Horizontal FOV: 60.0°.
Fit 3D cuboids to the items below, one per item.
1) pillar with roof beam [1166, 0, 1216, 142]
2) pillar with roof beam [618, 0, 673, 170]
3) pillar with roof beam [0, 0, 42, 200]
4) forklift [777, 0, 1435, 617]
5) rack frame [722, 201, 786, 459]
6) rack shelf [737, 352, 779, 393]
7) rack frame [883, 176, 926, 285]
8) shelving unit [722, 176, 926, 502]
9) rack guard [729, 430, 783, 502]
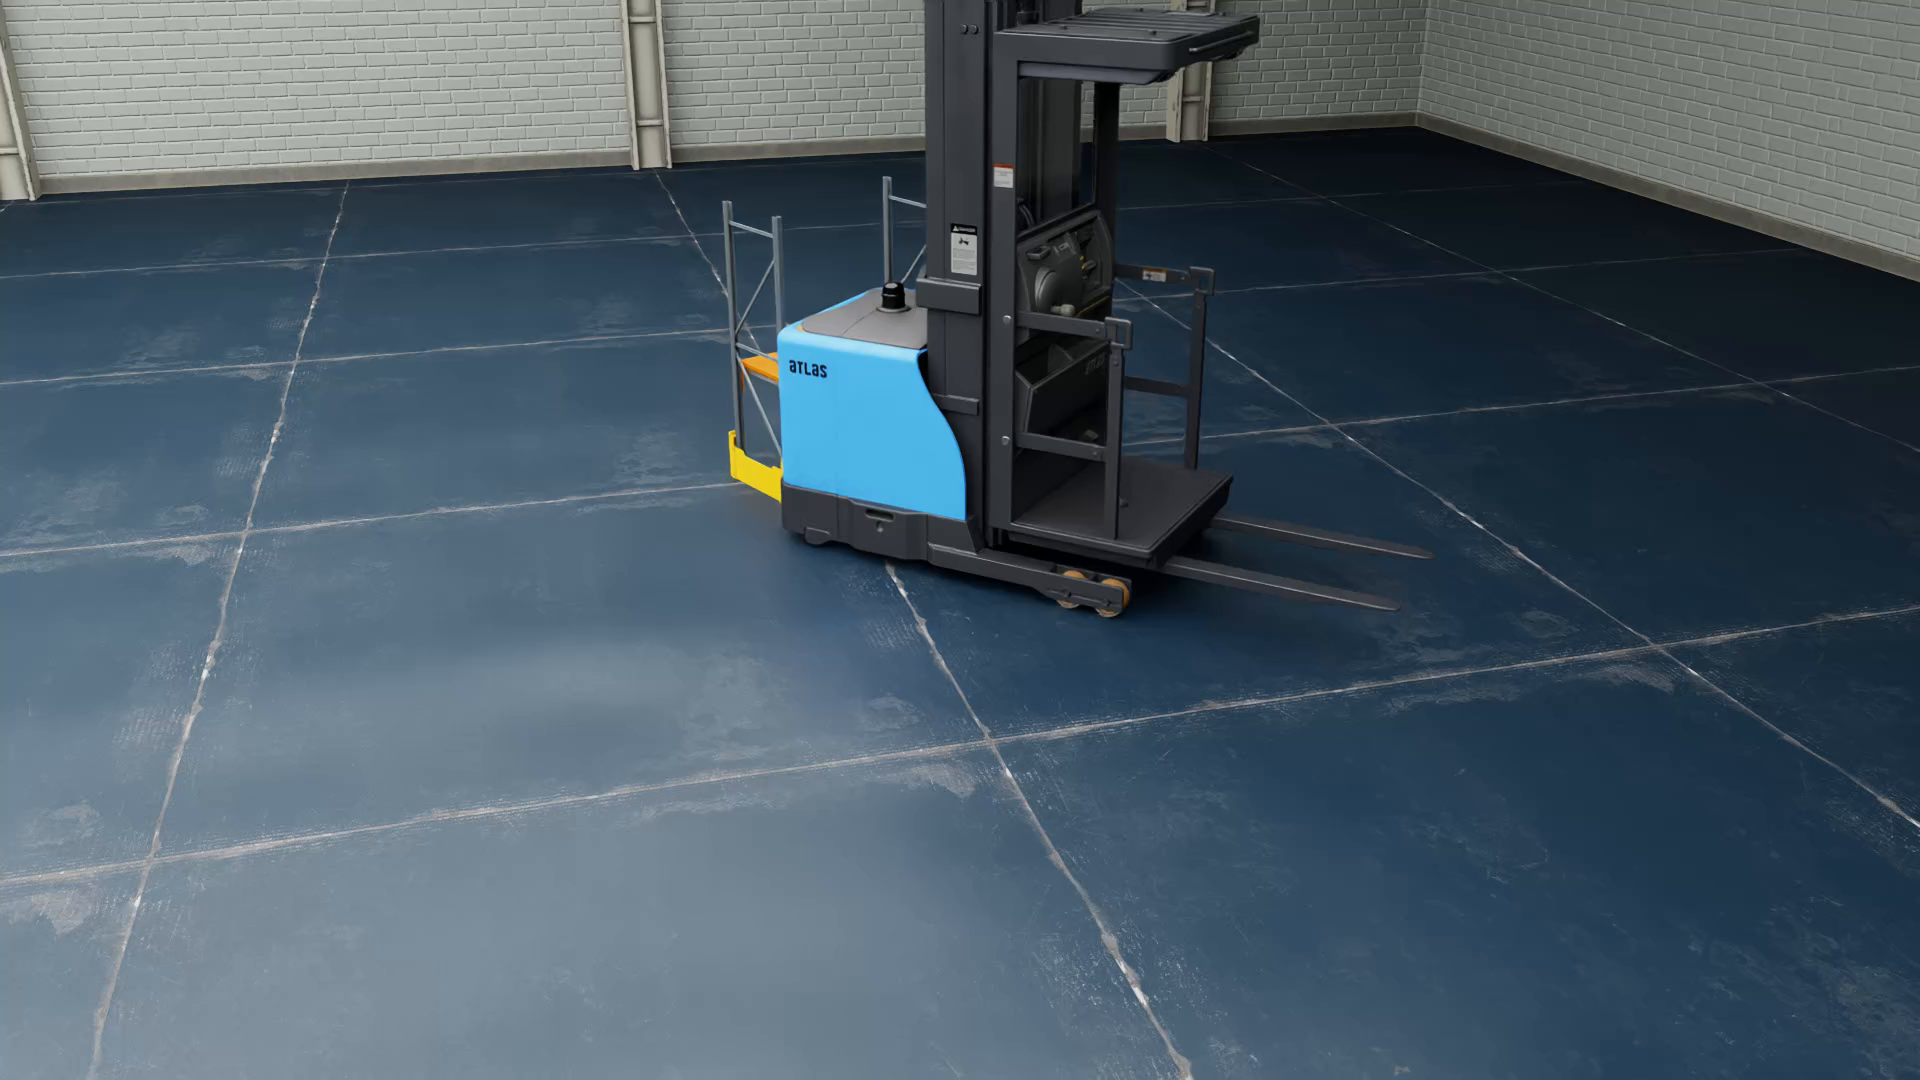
[{"bbox_3d":[3.726,-7.039,13.242,0.400,9.000,9.100,-6,24,-14],"label":"pillar with roof beam"},{"bbox_3d":[-2.051,-6.400,11.753,0.400,9.000,9.100,-6,24,-14],"label":"pillar with roof beam"},{"bbox_3d":[-7.828,-5.761,10.264,0.400,9.000,9.100,-6,24,-14],"label":"pillar with roof beam"},{"bbox_3d":[0.663,-1.243,7.429,3.031,2.935,1.130,12,26,26],"label":"forklift"},{"bbox_3d":[-1.041,-0.962,8.590,0.032,1.500,0.500,-18,29,-35],"label":"rack frame"},{"bbox_3d":[-0.646,-0.923,8.956,1.000,0.185,0.538,-18,29,-35],"label":"rack shelf"},{"bbox_3d":[-0.252,-1.215,9.180,0.032,1.500,0.500,-18,29,-35],"label":"rack frame"},{"bbox_3d":[-0.654,-1.086,8.880,1.083,1.500,0.587,-18,29,-35],"label":"shelving unit"},{"bbox_3d":[-1.040,-0.388,8.837,0.087,0.250,0.587,-18,29,-35],"label":"rack guard"}]
